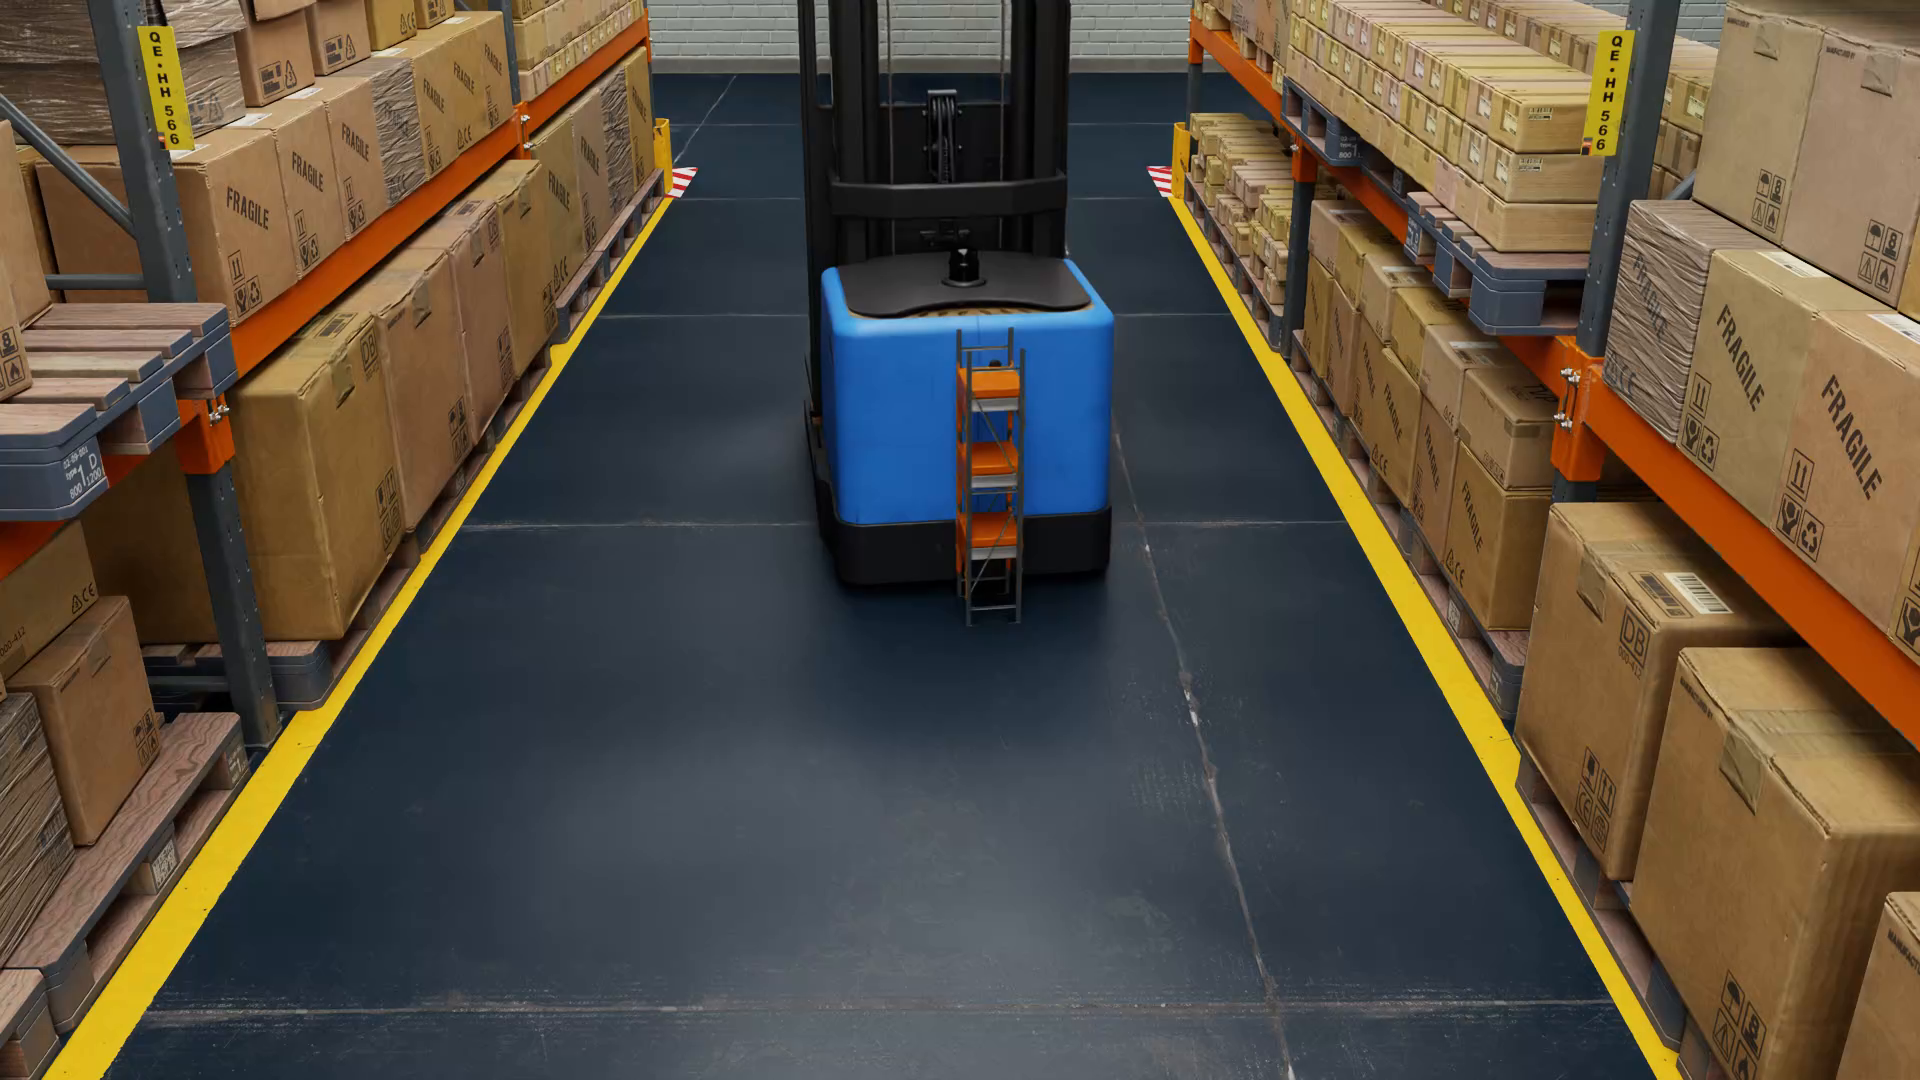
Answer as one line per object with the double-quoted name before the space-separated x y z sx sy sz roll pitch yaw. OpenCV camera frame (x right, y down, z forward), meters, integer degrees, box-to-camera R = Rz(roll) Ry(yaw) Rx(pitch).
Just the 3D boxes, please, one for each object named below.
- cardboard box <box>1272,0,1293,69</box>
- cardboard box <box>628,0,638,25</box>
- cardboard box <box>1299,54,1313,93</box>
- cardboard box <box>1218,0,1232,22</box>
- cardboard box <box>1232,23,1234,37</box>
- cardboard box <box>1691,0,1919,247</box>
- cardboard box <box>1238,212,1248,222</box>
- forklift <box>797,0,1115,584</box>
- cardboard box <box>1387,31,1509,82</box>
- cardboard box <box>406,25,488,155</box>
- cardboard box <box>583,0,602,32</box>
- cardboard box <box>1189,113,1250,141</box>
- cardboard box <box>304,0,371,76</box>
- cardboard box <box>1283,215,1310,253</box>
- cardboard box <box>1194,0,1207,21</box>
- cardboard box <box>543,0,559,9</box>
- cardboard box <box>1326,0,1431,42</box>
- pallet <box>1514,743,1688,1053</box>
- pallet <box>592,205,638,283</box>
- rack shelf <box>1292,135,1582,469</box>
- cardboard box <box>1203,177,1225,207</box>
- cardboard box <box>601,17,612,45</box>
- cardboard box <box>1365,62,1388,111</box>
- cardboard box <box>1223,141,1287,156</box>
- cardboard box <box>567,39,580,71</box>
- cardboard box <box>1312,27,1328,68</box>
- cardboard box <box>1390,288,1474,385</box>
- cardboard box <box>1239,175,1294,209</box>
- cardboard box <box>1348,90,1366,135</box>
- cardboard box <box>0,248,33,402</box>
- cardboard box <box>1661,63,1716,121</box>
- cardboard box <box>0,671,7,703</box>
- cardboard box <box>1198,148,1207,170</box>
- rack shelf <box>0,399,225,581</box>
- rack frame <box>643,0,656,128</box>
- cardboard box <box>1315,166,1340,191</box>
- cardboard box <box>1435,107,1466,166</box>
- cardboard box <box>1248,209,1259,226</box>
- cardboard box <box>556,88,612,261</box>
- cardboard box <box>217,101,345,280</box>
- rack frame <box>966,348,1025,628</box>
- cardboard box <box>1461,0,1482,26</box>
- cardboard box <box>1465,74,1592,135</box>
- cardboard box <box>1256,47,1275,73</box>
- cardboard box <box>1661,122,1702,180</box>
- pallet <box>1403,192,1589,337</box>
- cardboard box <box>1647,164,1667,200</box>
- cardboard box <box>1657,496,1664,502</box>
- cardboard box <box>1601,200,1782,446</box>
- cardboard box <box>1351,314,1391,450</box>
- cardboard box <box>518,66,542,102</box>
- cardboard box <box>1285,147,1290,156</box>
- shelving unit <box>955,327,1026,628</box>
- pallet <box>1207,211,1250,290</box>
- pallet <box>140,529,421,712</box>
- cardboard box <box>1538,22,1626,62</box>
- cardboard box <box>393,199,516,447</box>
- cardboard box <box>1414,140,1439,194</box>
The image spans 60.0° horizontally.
"cardboard box" 1.938 -2.730 8.663 0.500 0.500 0.500 0 24 0
"cardboard box" -2.441 -3.651 11.488 0.380 0.149 0.250 0 24 0
"cardboard box" 1.779 -2.149 7.656 0.380 0.149 0.250 0 24 0
"cardboard box" 1.935 -3.571 10.524 0.500 0.500 0.500 0 24 0
"cardboard box" 1.970 -3.315 10.745 0.380 0.149 0.250 0 24 -1
"cardboard box" 2.264 -1.018 4.027 0.700 0.500 0.500 0 24 -1
"cardboard box" 1.934 -1.937 10.343 0.380 0.149 0.250 0 24 0
"forklift" -0.135 -1.745 7.053 1.130 2.935 3.031 -3 25 -7
"cardboard box" 1.794 -1.783 6.125 0.380 0.149 0.250 1 24 2
"cardboard box" -2.458 -2.020 7.455 0.500 0.500 0.500 0 24 1
"cardboard box" -2.488 -3.253 10.124 0.500 0.250 0.500 0 24 0
"cardboard box" 1.848 -2.945 11.849 0.380 0.149 0.250 -1 24 -3
"cardboard box" -2.702 -2.070 6.349 0.797 0.503 0.637 1 24 1
"cardboard box" 1.961 -1.659 9.007 0.380 0.149 0.250 0 24 1
"cardboard box" 1.858 -3.749 11.705 0.380 0.149 0.250 0 24 -1
"cardboard box" -2.482 -3.180 9.052 0.500 0.500 0.500 0 24 -1
"cardboard box" 1.780 -2.211 7.071 0.380 0.149 0.250 -1 24 -1
"pallet" 2.203 0.894 4.518 1.003 0.211 1.213 0 24 -1
"pallet" -2.681 -1.917 10.732 1.003 0.211 1.213 0 24 -1
"rack shelf" 2.247 -1.199 6.633 1.077 0.370 4.000 0 24 -1
"cardboard box" 1.855 -2.358 11.274 0.380 0.149 0.250 0 24 0
"cardboard box" -2.430 -3.231 10.558 0.380 0.149 0.250 0 24 0
"cardboard box" 1.789 -1.754 6.423 0.380 0.149 0.250 -1 24 -2
"cardboard box" 1.925 -2.511 10.890 0.380 0.149 0.250 1 24 2
"cardboard box" -2.420 -2.809 9.626 0.380 0.149 0.250 -1 24 -1
"cardboard box" 1.778 -2.185 7.376 0.380 0.149 0.250 0 24 1
"cardboard box" 1.993 -0.794 6.480 0.500 0.250 0.500 0 24 1
"cardboard box" 1.889 -2.085 9.949 0.380 0.149 0.250 -1 24 -3
"cardboard box" 1.790 -1.725 6.719 0.380 0.149 0.250 -1 24 -2
"cardboard box" -2.540 -0.507 3.599 0.700 0.500 0.500 3 25 7
"cardboard box" 2.454 -1.453 5.397 0.380 0.149 0.250 0 24 -1
"cardboard box" -2.638 0.370 3.882 0.500 0.250 0.500 2 24 5
"cardboard box" 1.878 -2.696 11.661 0.380 0.149 0.250 0 24 -1
"rack shelf" -2.670 0.430 3.031 1.077 0.370 4.000 0 24 -1
"rack frame" -2.779 -4.018 11.994 1.000 3.000 0.127 0 24 -1
"cardboard box" 2.401 -2.199 10.200 0.380 0.149 0.250 -1 24 -3
"cardboard box" 1.798 -1.335 5.495 0.380 0.149 0.250 0 24 1
"cardboard box" 1.941 -1.937 9.982 0.380 0.149 0.250 0 24 1
"cardboard box" -2.672 -2.236 10.123 0.875 0.875 0.875 0 24 -1
"cardboard box" -2.433 -1.181 5.600 0.500 0.500 0.500 -1 24 -2
"rack frame" 0.122 -0.167 5.845 0.200 1.050 0.008 -3 25 -7
"cardboard box" 2.430 -2.317 7.306 0.380 0.149 0.250 -1 24 -2
"cardboard box" 1.805 -1.354 5.176 0.380 0.149 0.250 -1 24 -1
"cardboard box" 1.922 -2.787 9.577 0.380 0.149 0.250 -1 24 -3
"cardboard box" 2.460 -1.226 5.256 0.380 0.149 0.250 1 24 2
"pallet" 2.155 -0.908 5.350 1.213 0.211 1.003 0 24 -1
"cardboard box" 2.460 -1.186 5.528 0.380 0.149 0.250 1 24 2
"cardboard box" 2.517 -0.047 5.738 0.500 0.500 0.500 -1 24 -3
"cardboard box" 2.004 -0.562 4.230 0.500 0.500 0.500 0 24 0
"cardboard box" 1.995 -0.663 7.101 0.500 0.500 0.500 0 24 0
"cardboard box" -2.406 -2.379 8.674 0.380 0.149 0.250 0 24 0
"cardboard box" 2.422 -2.702 11.674 0.380 0.149 0.250 -1 24 -2
"shelving unit" 0.105 -0.217 5.955 0.215 1.050 0.252 -3 25 -7
"pallet" 2.167 -1.860 10.607 1.003 0.211 1.213 0 24 -1
"pallet" -2.625 0.224 5.999 1.003 0.211 1.213 0 24 -1
"cardboard box" 2.443 -1.886 6.353 0.380 0.149 0.250 -1 24 -1
"cardboard box" -2.698 -0.961 7.304 1.225 0.875 0.875 -1 24 -2
"cardboard box" 1.801 -1.291 5.760 0.380 0.149 0.250 -1 24 -1
